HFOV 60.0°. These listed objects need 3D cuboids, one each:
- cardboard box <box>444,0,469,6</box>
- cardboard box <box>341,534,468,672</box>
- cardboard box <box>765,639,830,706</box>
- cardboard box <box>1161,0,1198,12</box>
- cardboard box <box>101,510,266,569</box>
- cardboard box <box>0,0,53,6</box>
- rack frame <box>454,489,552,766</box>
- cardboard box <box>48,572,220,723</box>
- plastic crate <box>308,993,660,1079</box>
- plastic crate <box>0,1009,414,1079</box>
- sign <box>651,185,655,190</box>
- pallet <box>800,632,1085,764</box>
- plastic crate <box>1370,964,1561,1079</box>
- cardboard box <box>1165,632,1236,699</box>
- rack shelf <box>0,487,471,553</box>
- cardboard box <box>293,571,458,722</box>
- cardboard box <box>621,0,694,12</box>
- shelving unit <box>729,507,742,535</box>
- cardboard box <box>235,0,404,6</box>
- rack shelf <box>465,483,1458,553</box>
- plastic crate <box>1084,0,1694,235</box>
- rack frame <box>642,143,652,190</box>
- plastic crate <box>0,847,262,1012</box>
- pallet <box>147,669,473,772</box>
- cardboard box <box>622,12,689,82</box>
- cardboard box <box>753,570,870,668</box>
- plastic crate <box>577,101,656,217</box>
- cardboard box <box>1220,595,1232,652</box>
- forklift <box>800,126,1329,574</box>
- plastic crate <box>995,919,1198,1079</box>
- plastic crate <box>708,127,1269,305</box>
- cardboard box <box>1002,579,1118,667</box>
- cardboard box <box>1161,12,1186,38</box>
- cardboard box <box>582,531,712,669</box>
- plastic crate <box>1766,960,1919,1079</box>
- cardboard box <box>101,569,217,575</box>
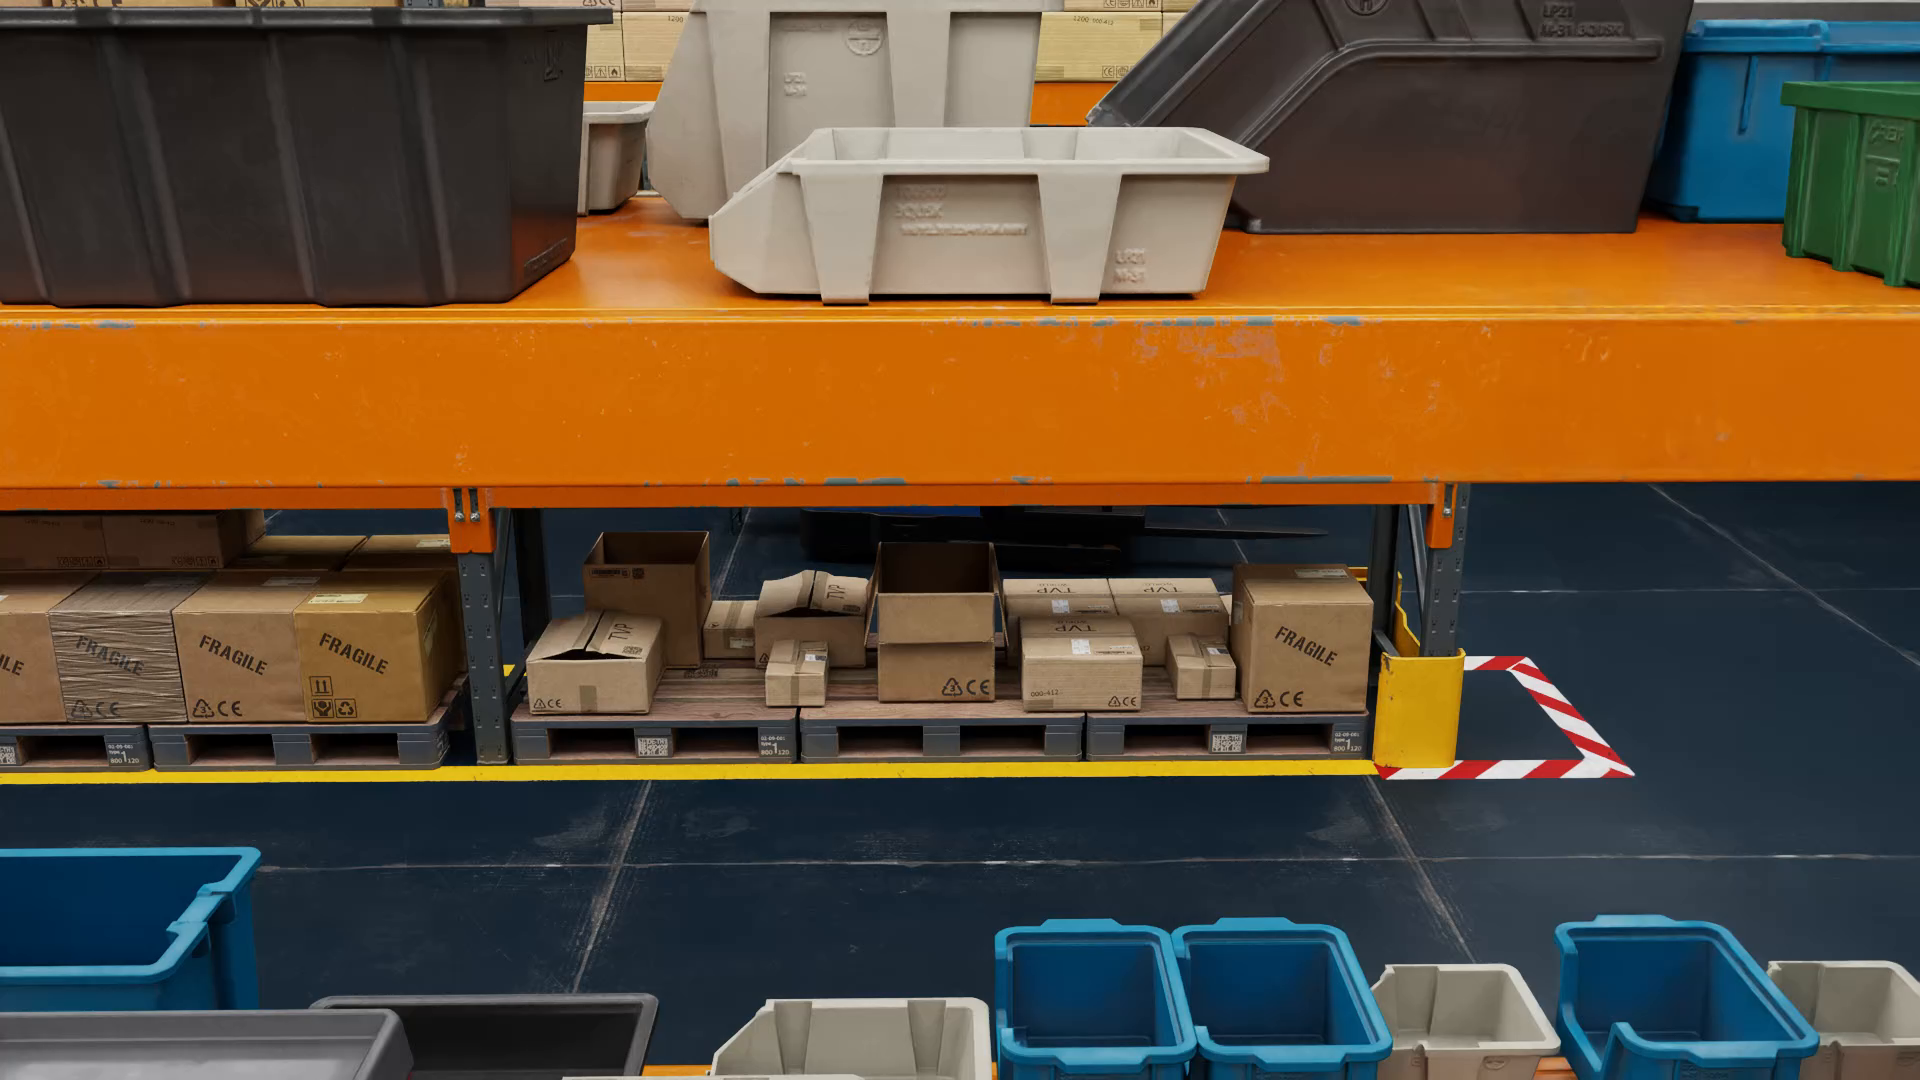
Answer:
[{"bbox_3d":[-3.513,-3.827,11.272,0.500,0.500,0.700,-1,18,-2],"label":"cardboard box"},{"bbox_3d":[-2.482,0.287,7.615,0.500,0.500,0.500,-1,18,-3],"label":"cardboard box"},{"bbox_3d":[-0.706,0.575,7.264,0.250,0.166,0.380,0,18,-1],"label":"cardboard box"},{"bbox_3d":[0.996,-2.153,6.366,0.500,0.250,0.500,0,18,-1],"label":"cardboard box"},{"bbox_3d":[-3.482,-0.065,7.485,0.500,0.250,0.500,0,18,-1],"label":"cardboard box"},{"bbox_3d":[-3.833,-2.358,6.562,0.600,0.600,0.600,-1,18,-3],"label":"cardboard box"},{"bbox_3d":[-1.994,-0.622,7.075,0.127,3.000,1.000,0,18,-1],"label":"rack frame"},{"bbox_3d":[-3.479,0.451,7.103,0.500,0.500,0.500,0,18,0],"label":"cardboard box"},{"bbox_3d":[-0.805,0.906,2.665,0.590,0.125,0.437,0,18,-1],"label":"plastic crate"},{"bbox_3d":[-1.023,0.904,2.115,0.583,0.464,0.402,0,18,-1],"label":"plastic crate"},{"bbox_3d":[-2.058,-2.483,11.110,0.005,0.325,0.100,0,18,-1],"label":"sign"},{"bbox_3d":[-0.085,0.696,7.532,1.213,0.211,1.003,0,18,-1],"label":"pallet"},{"bbox_3d":[0.827,0.849,2.824,0.298,0.136,0.250,0,18,-1],"label":"plastic crate"},{"bbox_3d":[1.059,0.551,7.338,0.250,0.166,0.380,0,18,-1],"label":"cardboard box"},{"bbox_3d":[-3.994,-0.270,7.155,4.000,0.370,1.077,0,18,-1],"label":"rack shelf"},{"bbox_3d":[-2.483,0.449,7.110,0.500,0.500,0.500,0,18,-1],"label":"cardboard box"},{"bbox_3d":[-1.004,-2.146,6.344,0.500,0.250,0.500,0,18,-1],"label":"cardboard box"},{"bbox_3d":[-1.139,-0.631,10.050,0.503,1.200,0.258,2,18,7],"label":"shelving unit"},{"bbox_3d":[-2.499,-2.365,6.585,0.600,0.600,0.600,-2,18,-6],"label":"cardboard box"},{"bbox_3d":[0.005,-0.289,7.215,4.000,0.370,1.077,0,18,-1],"label":"rack shelf"},{"bbox_3d":[0.548,-0.604,2.209,0.767,0.338,0.504,0,18,-1],"label":"plastic crate"},{"bbox_3d":[-2.076,-2.135,11.792,0.127,3.000,1.000,0,18,-1],"label":"rack frame"},{"bbox_3d":[-1.458,0.764,2.684,0.575,0.384,0.392,0,18,-1],"label":"plastic crate"},{"bbox_3d":[-2.807,0.722,7.453,1.213,0.211,1.003,0,18,-1],"label":"pallet"},{"bbox_3d":[-1.004,-1.907,6.415,0.500,0.250,0.500,0,18,-1],"label":"cardboard box"},{"bbox_3d":[-0.679,0.356,7.709,0.500,0.311,0.500,0,18,-1],"label":"cardboard box"},{"bbox_3d":[-0.654,-0.534,2.323,0.466,0.136,0.293,0,18,-1],"label":"plastic crate"},{"bbox_3d":[1.331,0.397,7.818,0.250,0.166,0.380,0,18,-1],"label":"cardboard box"},{"bbox_3d":[0.625,-1.372,9.528,3.031,2.935,1.130,2,18,7],"label":"forklift"},{"bbox_3d":[0.211,0.831,2.721,0.300,0.233,0.416,0,18,-1],"label":"plastic crate"},{"bbox_3d":[0.018,-0.345,1.734,0.530,0.136,0.437,0,18,-1],"label":"plastic crate"},{"bbox_3d":[0.457,0.379,7.735,0.500,0.250,0.500,0,18,-1],"label":"cardboard box"},{"bbox_3d":[0.996,-1.916,6.444,0.500,0.250,0.500,0,18,-1],"label":"cardboard box"},{"bbox_3d":[-1.429,0.270,7.669,0.500,0.500,0.500,0,18,-1],"label":"cardboard box"},{"bbox_3d":[1.506,0.846,2.834,0.298,0.136,0.250,0,18,-1],"label":"plastic crate"},{"bbox_3d":[-3.515,0.293,7.596,0.500,0.500,0.500,0,18,0],"label":"cardboard box"}]
